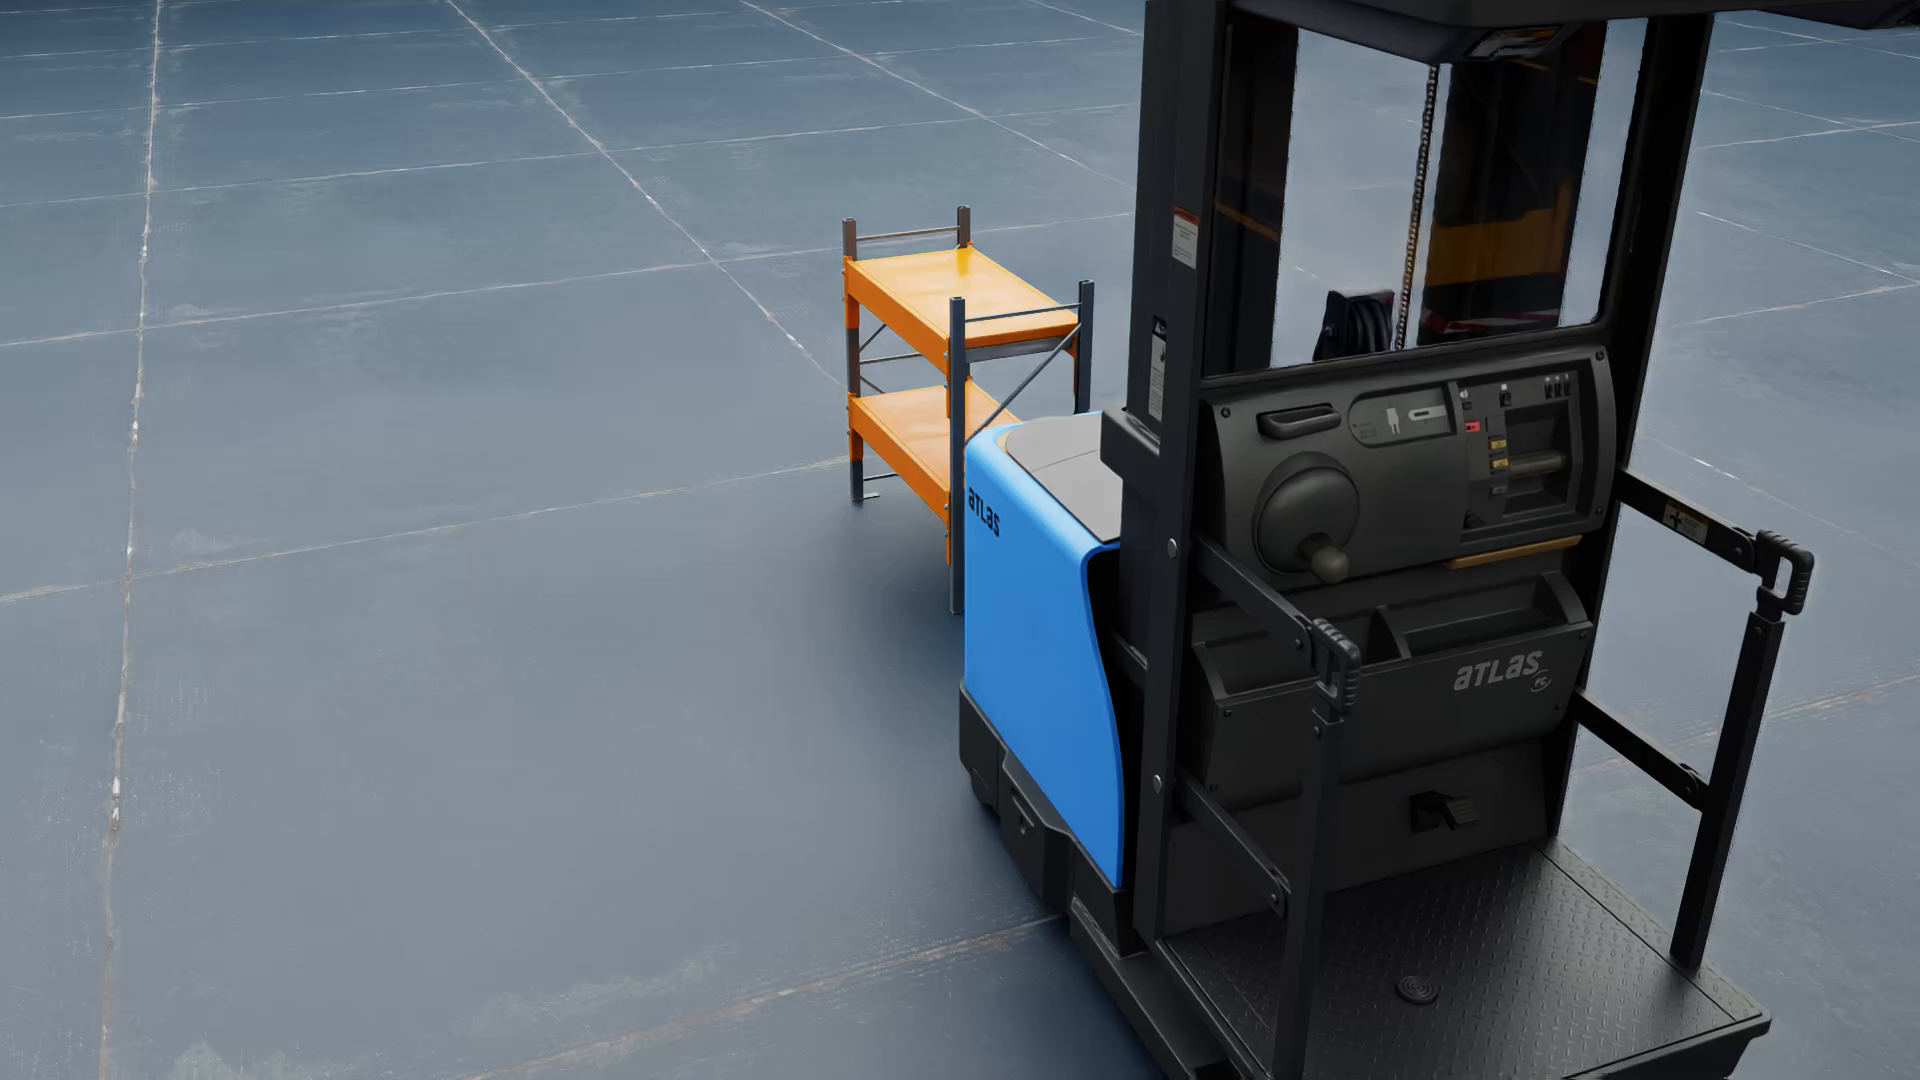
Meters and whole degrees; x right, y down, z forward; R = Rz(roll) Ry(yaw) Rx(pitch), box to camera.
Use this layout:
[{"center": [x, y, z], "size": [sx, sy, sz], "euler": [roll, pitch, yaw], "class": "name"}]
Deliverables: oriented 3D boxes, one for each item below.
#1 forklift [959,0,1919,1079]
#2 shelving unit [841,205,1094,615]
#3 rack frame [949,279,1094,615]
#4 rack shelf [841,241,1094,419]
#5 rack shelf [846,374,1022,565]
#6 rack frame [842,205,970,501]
[{"center": [1.003, -0.121, 3.157], "size": [1.130, 2.935, 3.031], "euler": [-10, 28, -19], "class": "forklift"}, {"center": [0.003, -0.503, 5.998], "size": [0.538, 1.125, 1.048], "euler": [-11, 28, -21], "class": "shelving unit"}, {"center": [0.202, -0.298, 5.577], "size": [0.500, 1.125, 0.032], "euler": [-11, 28, -21], "class": "rack frame"}, {"center": [0.003, -0.766, 5.869], "size": [0.538, 0.278, 1.000], "euler": [-11, 28, -21], "class": "rack shelf"}, {"center": [0.003, -0.283, 6.105], "size": [0.538, 0.278, 1.000], "euler": [-11, 28, -21], "class": "rack shelf"}, {"center": [-0.196, -0.708, 6.418], "size": [0.500, 1.125, 0.032], "euler": [-11, 28, -21], "class": "rack frame"}]
